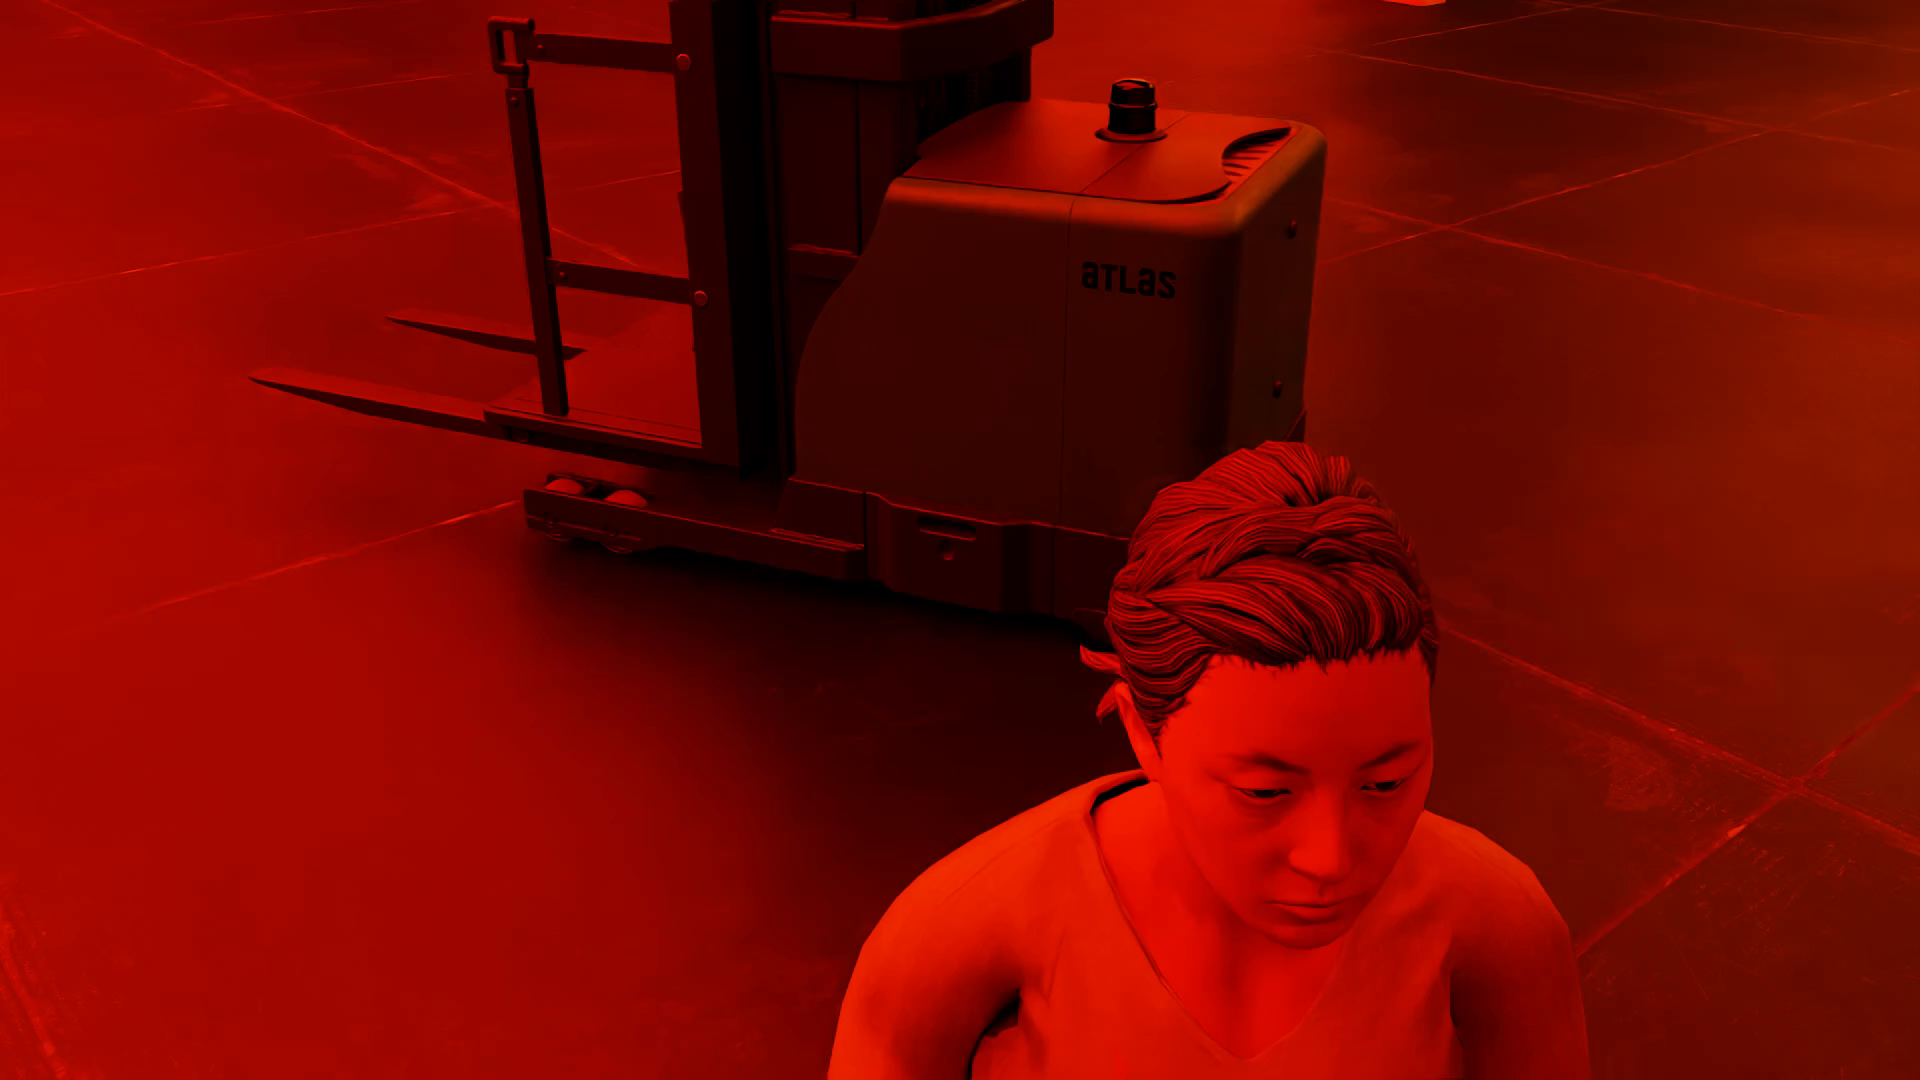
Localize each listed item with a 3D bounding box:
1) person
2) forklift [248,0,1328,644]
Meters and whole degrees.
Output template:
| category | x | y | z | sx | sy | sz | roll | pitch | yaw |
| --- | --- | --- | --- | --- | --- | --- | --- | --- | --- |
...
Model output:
| category | x | y | z | sx | sy | sz | roll | pitch | yaw |
| --- | --- | --- | --- | --- | --- | --- | --- | --- | --- |
| person | 0.175 | 0.735 | 1.228 | 0.561 | 1.710 | 0.529 | 0 | 26 | -1 |
| forklift | -0.619 | -1.478 | 4.182 | 3.031 | 2.935 | 1.130 | 11 | 28 | 21 |
